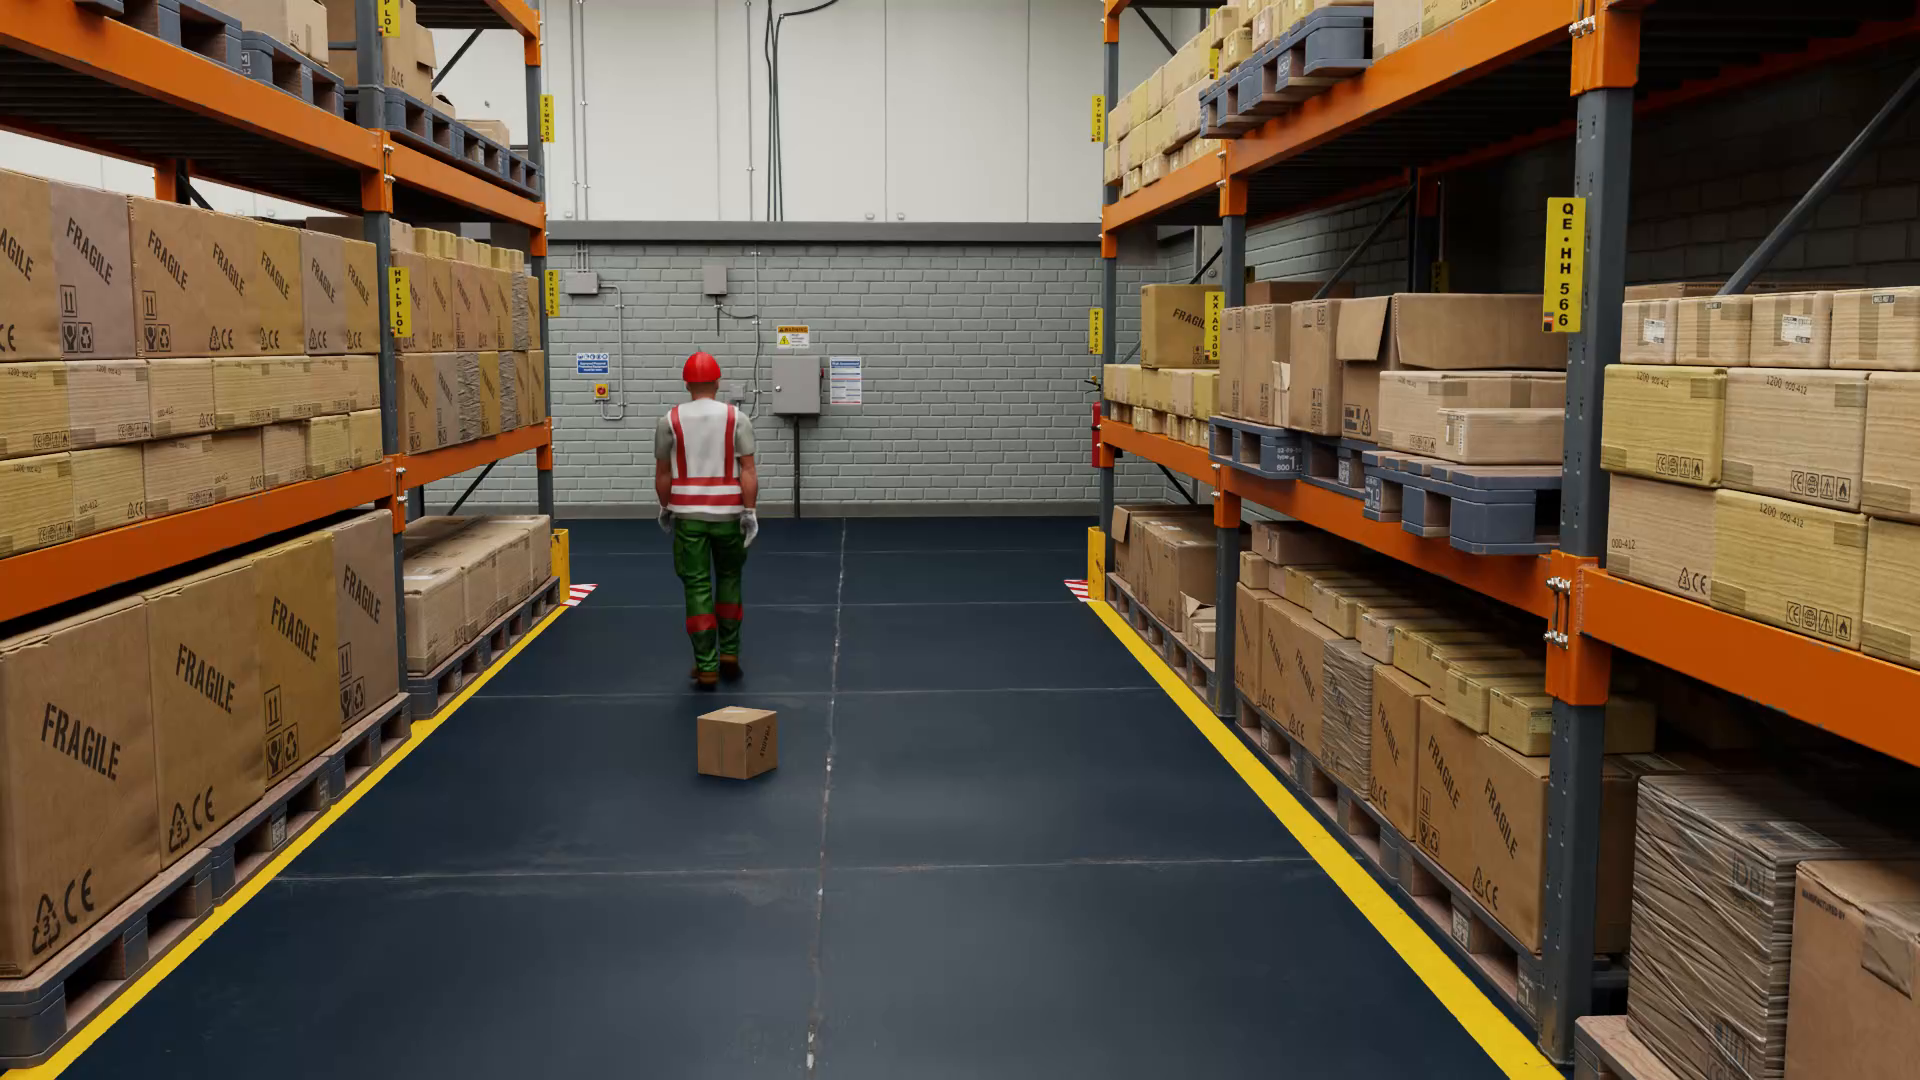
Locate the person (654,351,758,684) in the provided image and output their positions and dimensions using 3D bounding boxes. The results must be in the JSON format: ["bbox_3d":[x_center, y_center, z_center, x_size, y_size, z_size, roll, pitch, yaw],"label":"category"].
[{"bbox_3d":[-1.388,-0.105,9.090,0.545,1.841,0.666,-2,7,-13],"label":"person"}]
